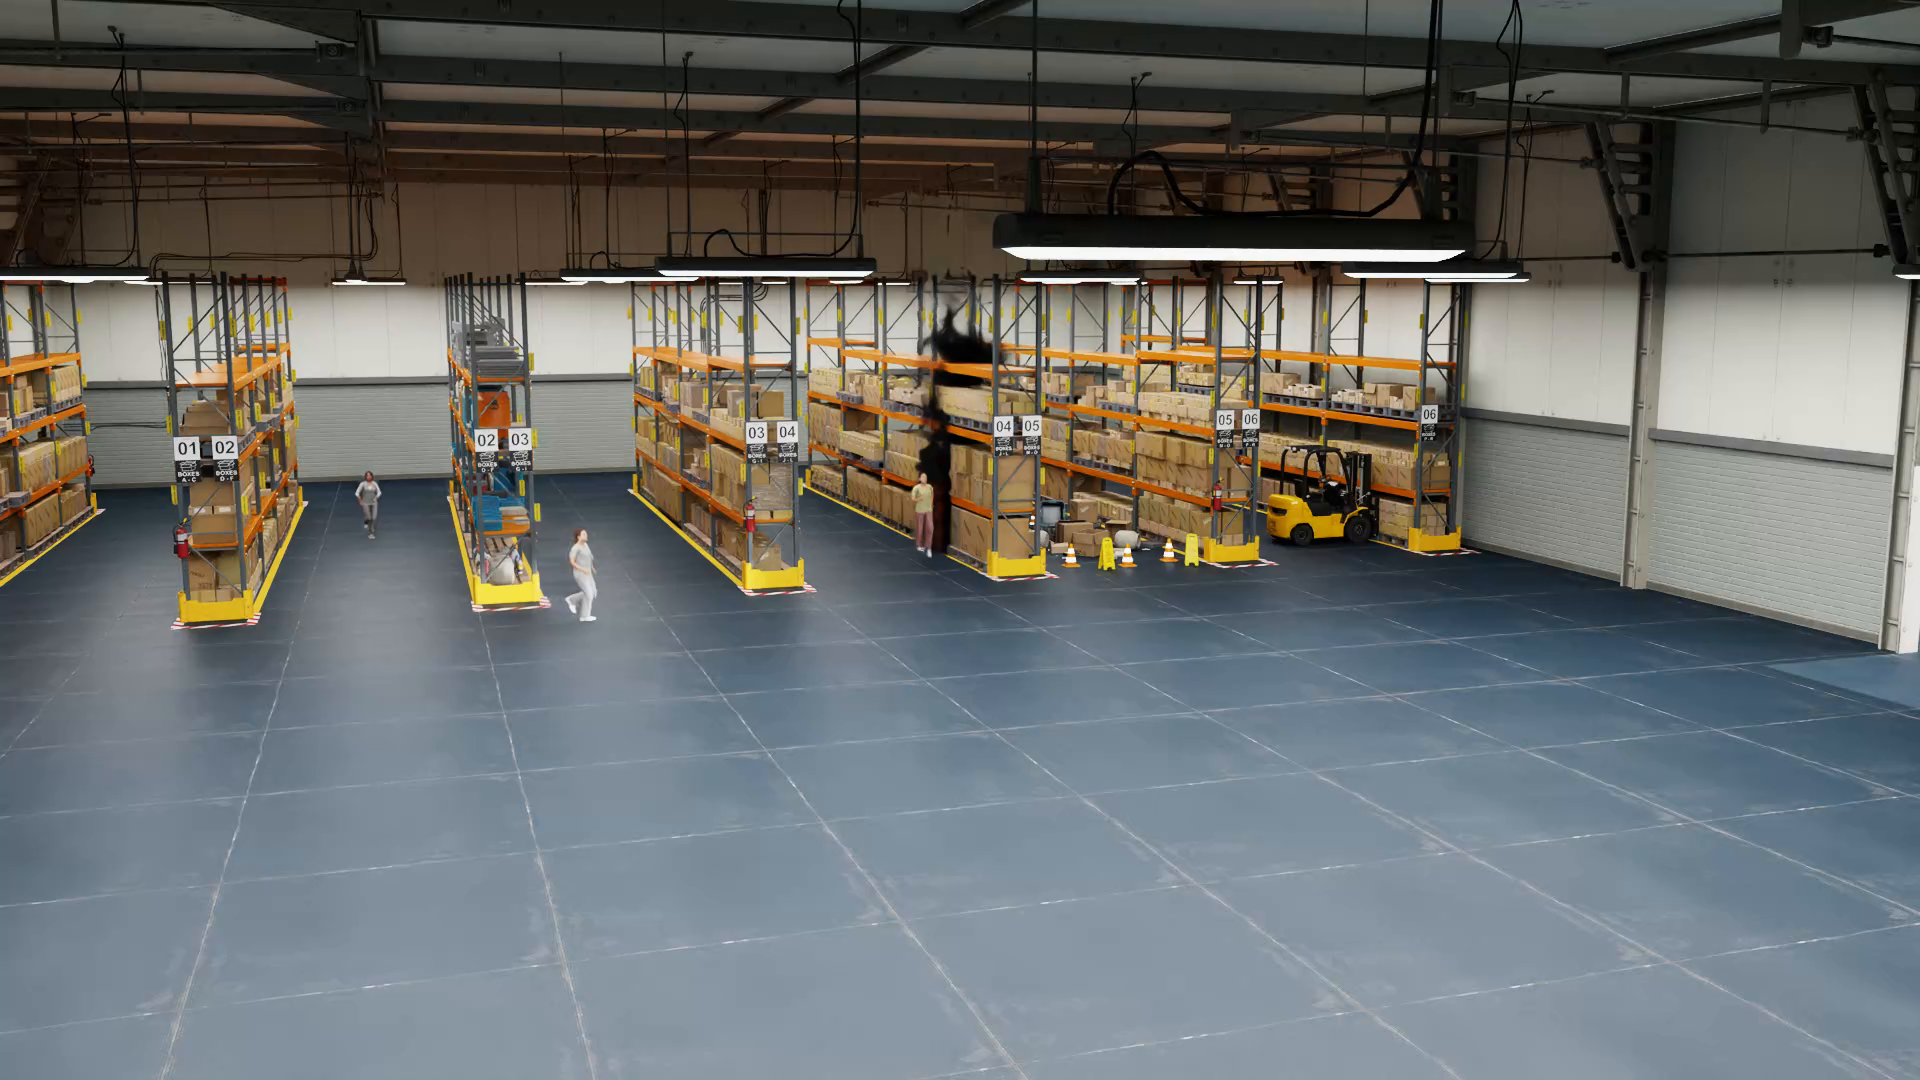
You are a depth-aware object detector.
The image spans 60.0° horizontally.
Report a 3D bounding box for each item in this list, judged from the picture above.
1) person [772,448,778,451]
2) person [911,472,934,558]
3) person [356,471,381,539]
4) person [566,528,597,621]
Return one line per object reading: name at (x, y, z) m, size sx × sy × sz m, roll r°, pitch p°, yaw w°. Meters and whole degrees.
person at (-5.385, -2.299, 47.278) m, size 0.785 × 1.775 × 0.971 m, roll -2°, pitch 9°, yaw -11°
person at (-0.740, -0.529, 34.230) m, size 0.558 × 1.758 × 0.652 m, roll -3°, pitch 9°, yaw -19°
person at (-13.613, -0.815, 38.338) m, size 0.549 × 1.552 × 0.556 m, roll -5°, pitch 10°, yaw -31°
person at (-6.592, 0.591, 28.779) m, size 0.601 × 1.623 × 0.609 m, roll 2°, pitch 9°, yaw 15°
